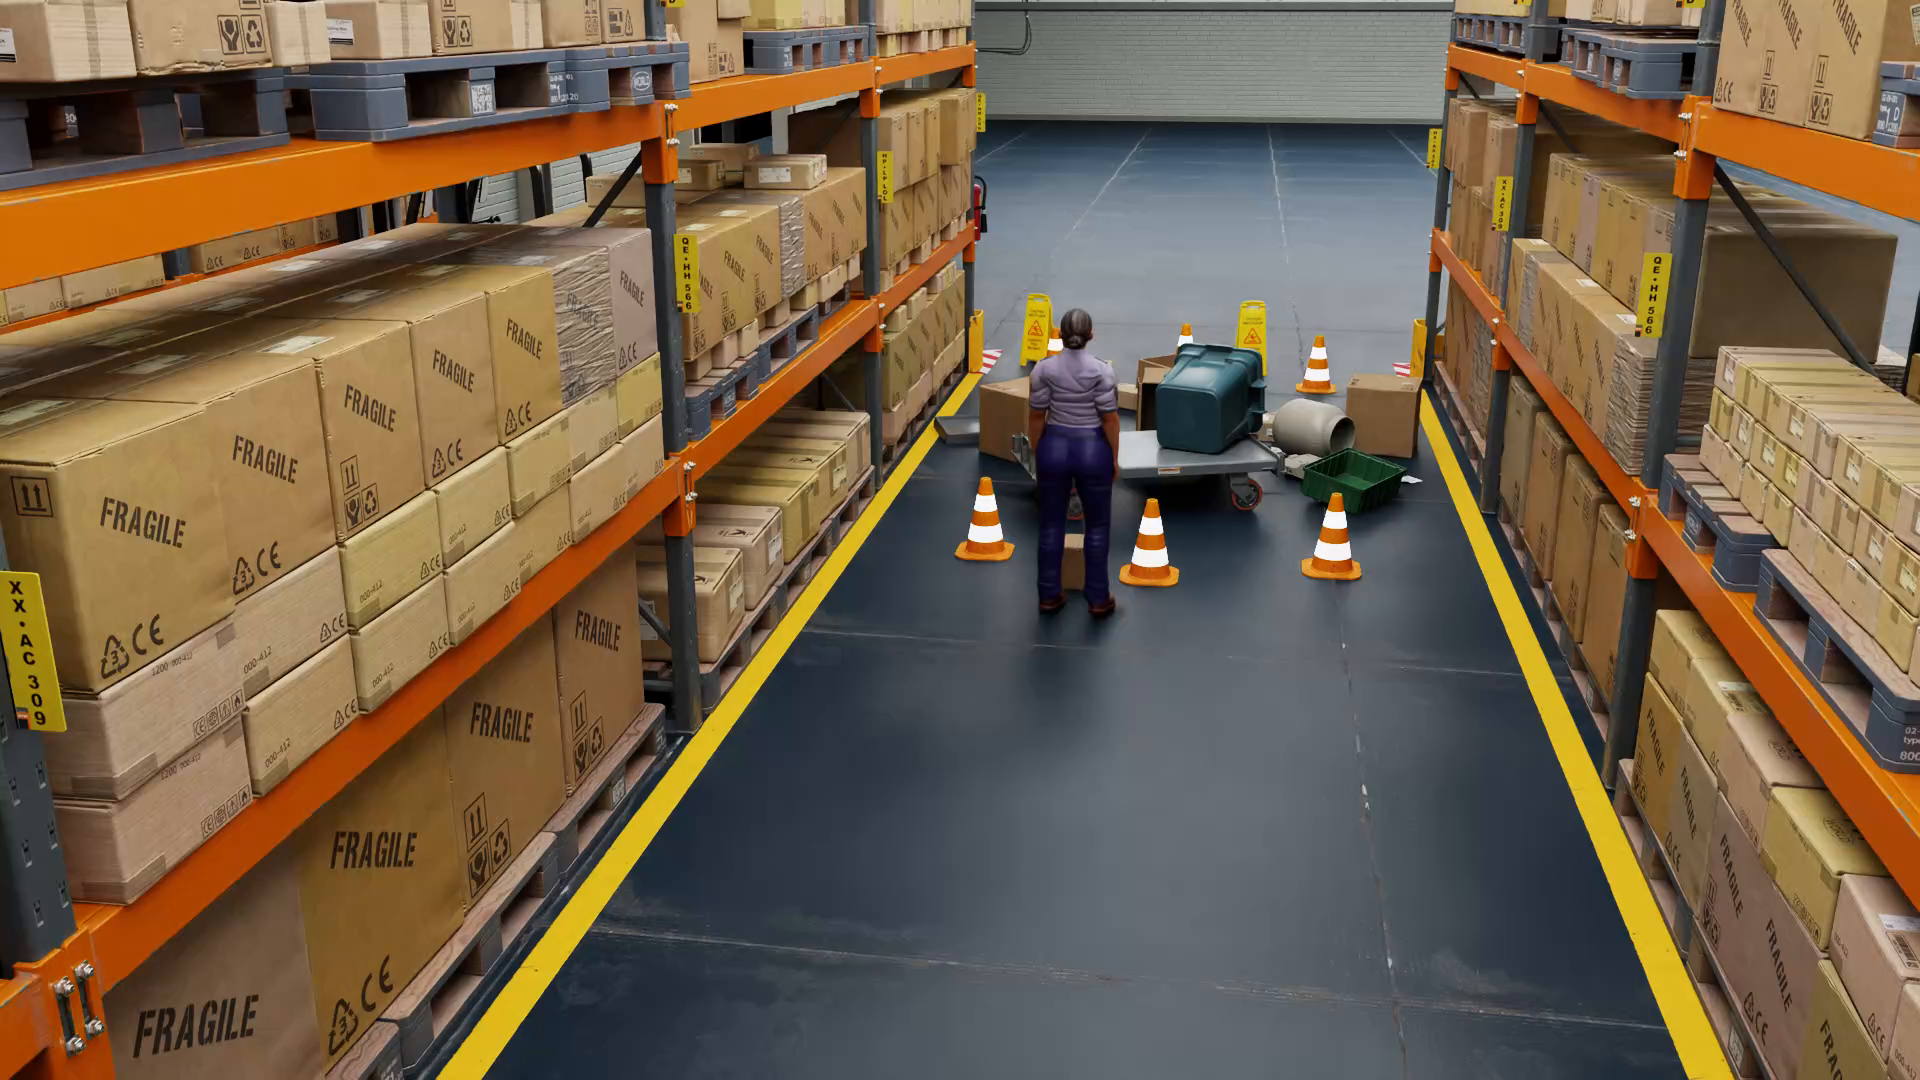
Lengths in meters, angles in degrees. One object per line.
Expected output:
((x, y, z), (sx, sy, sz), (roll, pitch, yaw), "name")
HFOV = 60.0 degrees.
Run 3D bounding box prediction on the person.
((0.603, -0.409, 8.780), (0.478, 1.642, 0.366), (5, 19, 15), "person")
